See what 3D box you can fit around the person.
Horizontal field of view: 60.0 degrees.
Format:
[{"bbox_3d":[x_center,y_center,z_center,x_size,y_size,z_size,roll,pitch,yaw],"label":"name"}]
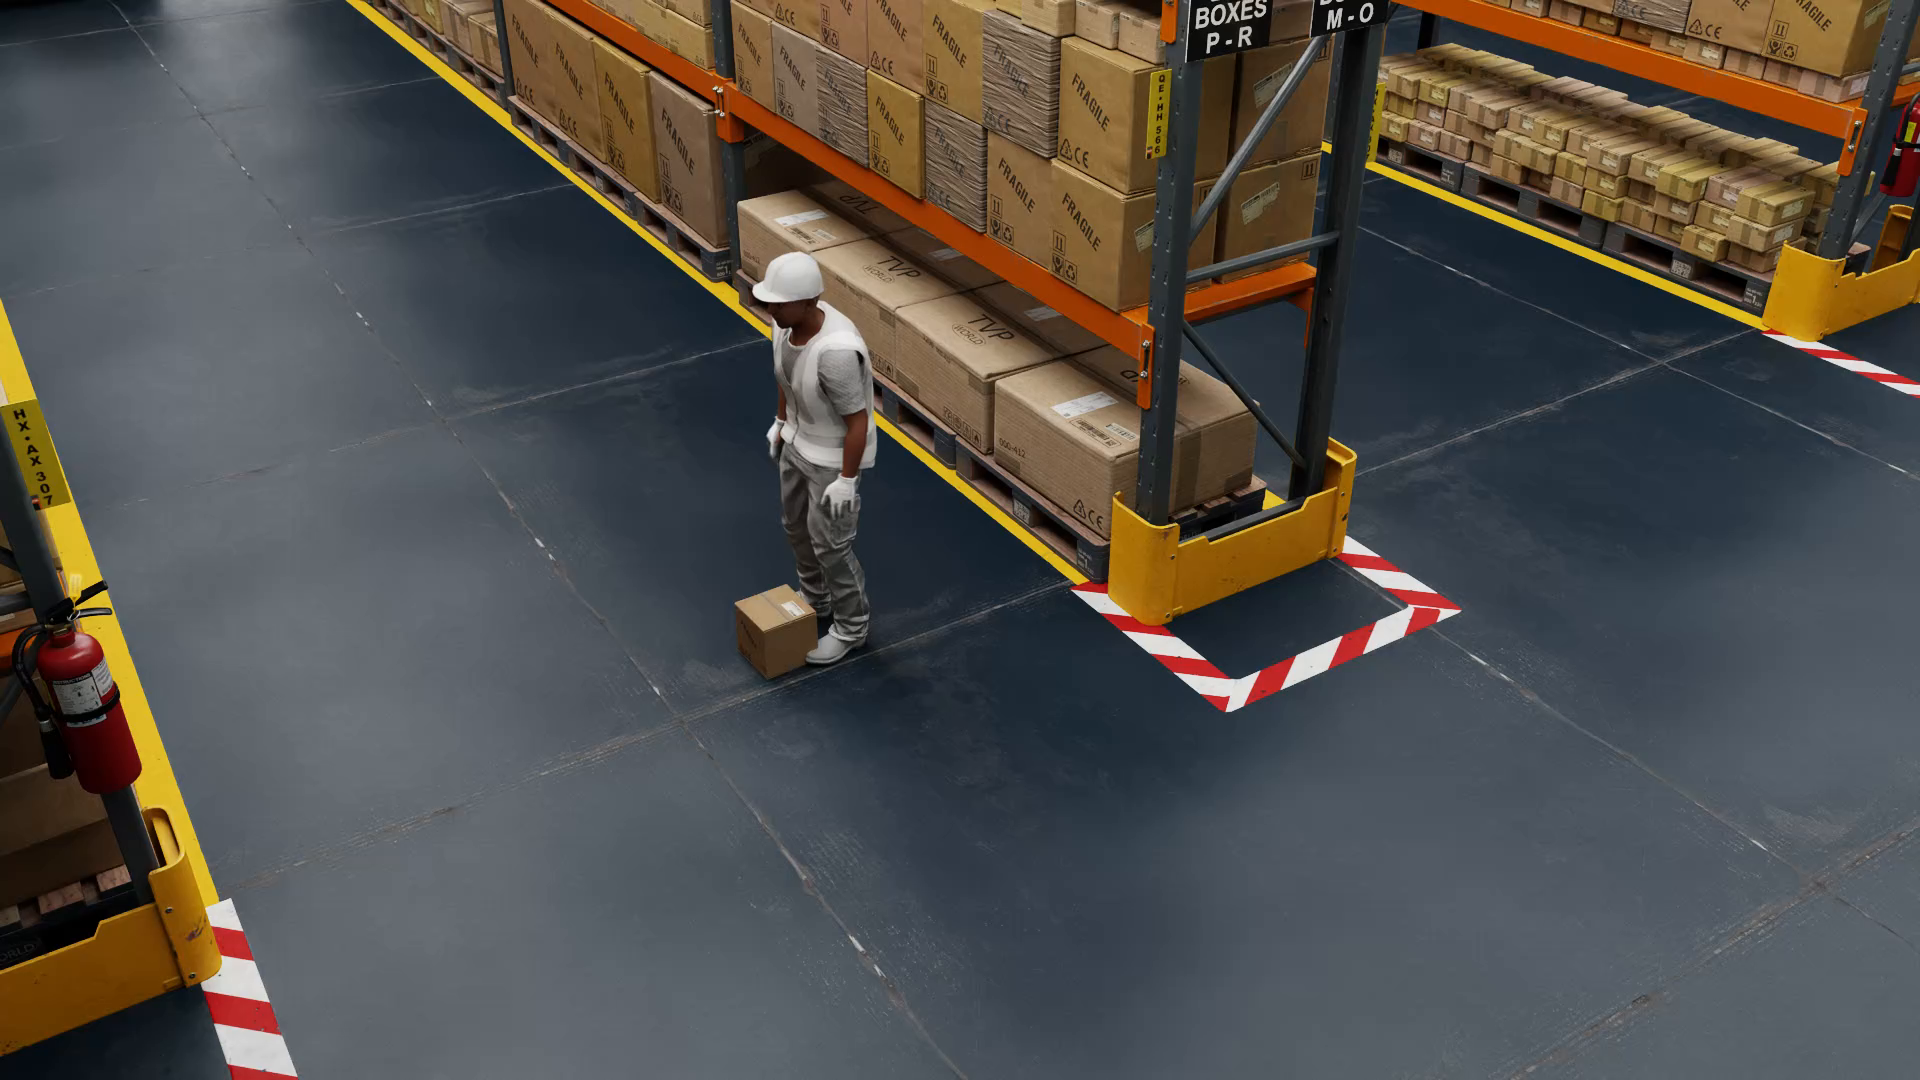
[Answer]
[{"bbox_3d":[-0.579,-0.337,6.660,0.449,1.774,0.617,-19,37,-27],"label":"person"}]
